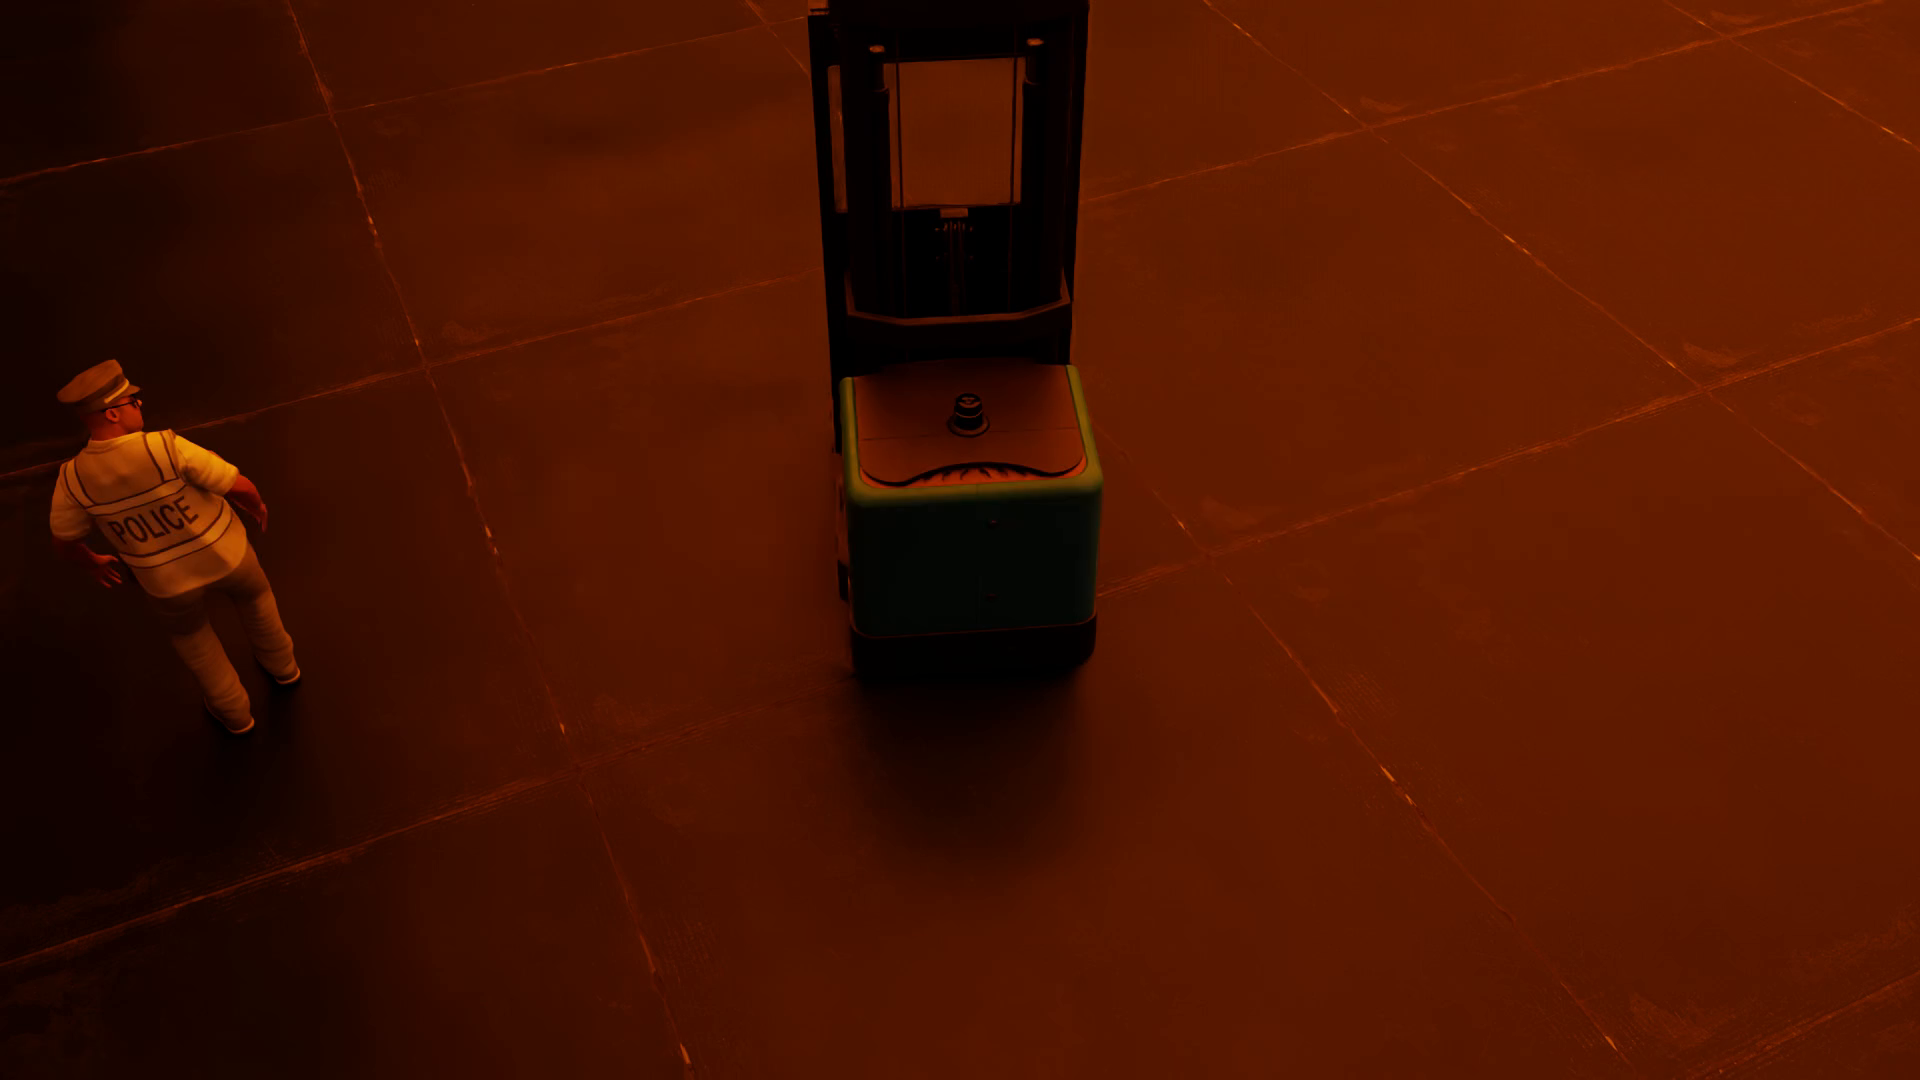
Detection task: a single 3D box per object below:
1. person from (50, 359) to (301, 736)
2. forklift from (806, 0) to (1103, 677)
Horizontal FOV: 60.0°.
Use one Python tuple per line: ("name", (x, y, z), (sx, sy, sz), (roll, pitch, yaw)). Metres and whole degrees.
("person", (-3.078, 0.037, 6.520), (0.737, 1.735, 0.531), (-21, 47, -21))
("forklift", (-0.070, -1.489, 7.276), (1.130, 2.935, 3.031), (-4, 43, -4))
